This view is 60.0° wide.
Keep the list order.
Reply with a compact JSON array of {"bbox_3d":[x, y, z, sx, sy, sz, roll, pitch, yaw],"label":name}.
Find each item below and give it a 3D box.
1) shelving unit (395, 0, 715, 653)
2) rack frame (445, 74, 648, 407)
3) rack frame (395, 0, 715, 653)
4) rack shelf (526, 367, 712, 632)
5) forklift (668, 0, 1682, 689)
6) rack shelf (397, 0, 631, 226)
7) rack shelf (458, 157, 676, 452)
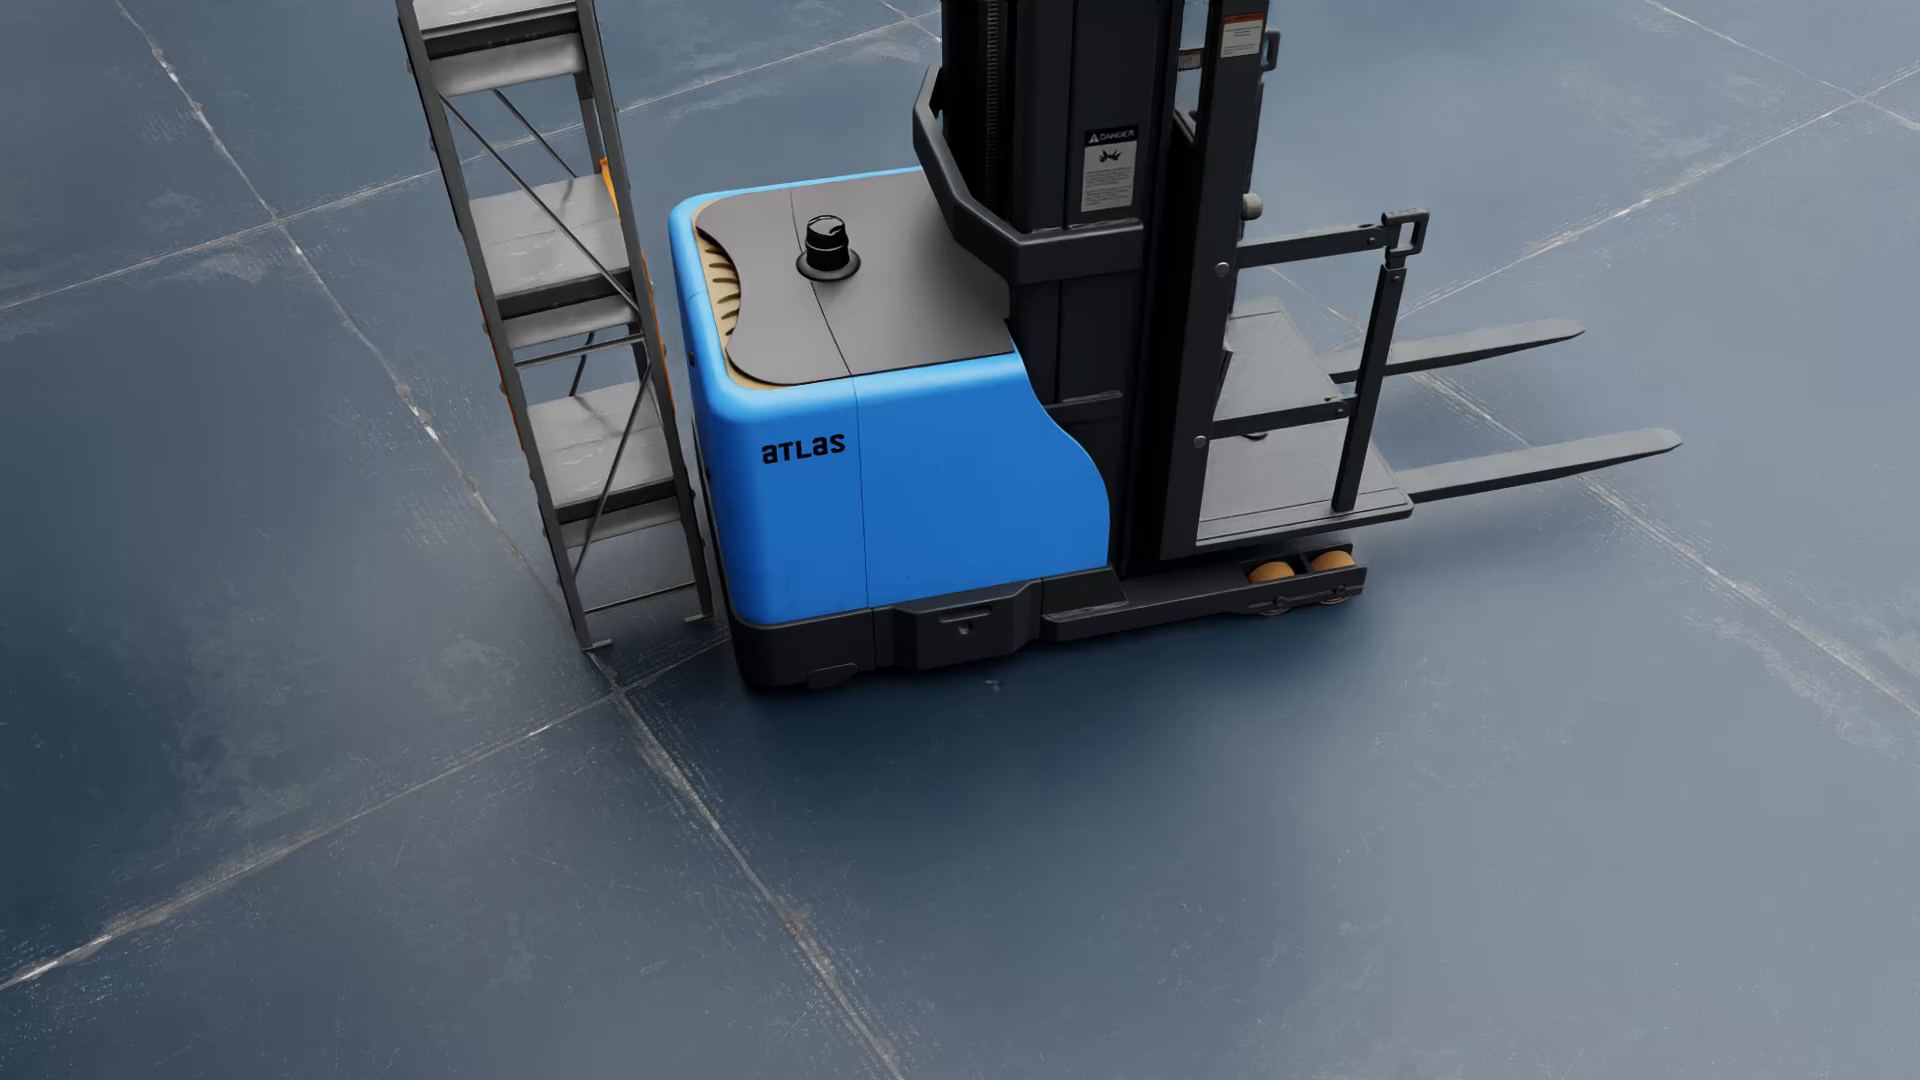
[{"bbox_3d":[-1.043,-0.633,4.381,0.431,2.100,0.503,-15,46,-13],"label":"shelving unit"},{"bbox_3d":[-1.125,-0.792,4.548,0.400,2.100,0.015,-15,46,-13],"label":"rack frame"},{"bbox_3d":[-0.962,-0.474,4.215,0.400,2.100,0.015,-15,46,-13],"label":"rack frame"},{"bbox_3d":[-1.019,-0.123,4.880,0.431,0.518,0.480,-15,46,-13],"label":"rack shelf"},{"bbox_3d":[0.734,-1.179,4.363,3.031,2.935,1.130,-10,45,-10],"label":"forklift"},{"bbox_3d":[-1.066,-1.124,3.902,0.431,0.518,0.480,-15,46,-13],"label":"rack shelf"},{"bbox_3d":[-1.043,-0.624,4.391,0.431,0.518,0.480,-15,46,-13],"label":"rack shelf"}]
